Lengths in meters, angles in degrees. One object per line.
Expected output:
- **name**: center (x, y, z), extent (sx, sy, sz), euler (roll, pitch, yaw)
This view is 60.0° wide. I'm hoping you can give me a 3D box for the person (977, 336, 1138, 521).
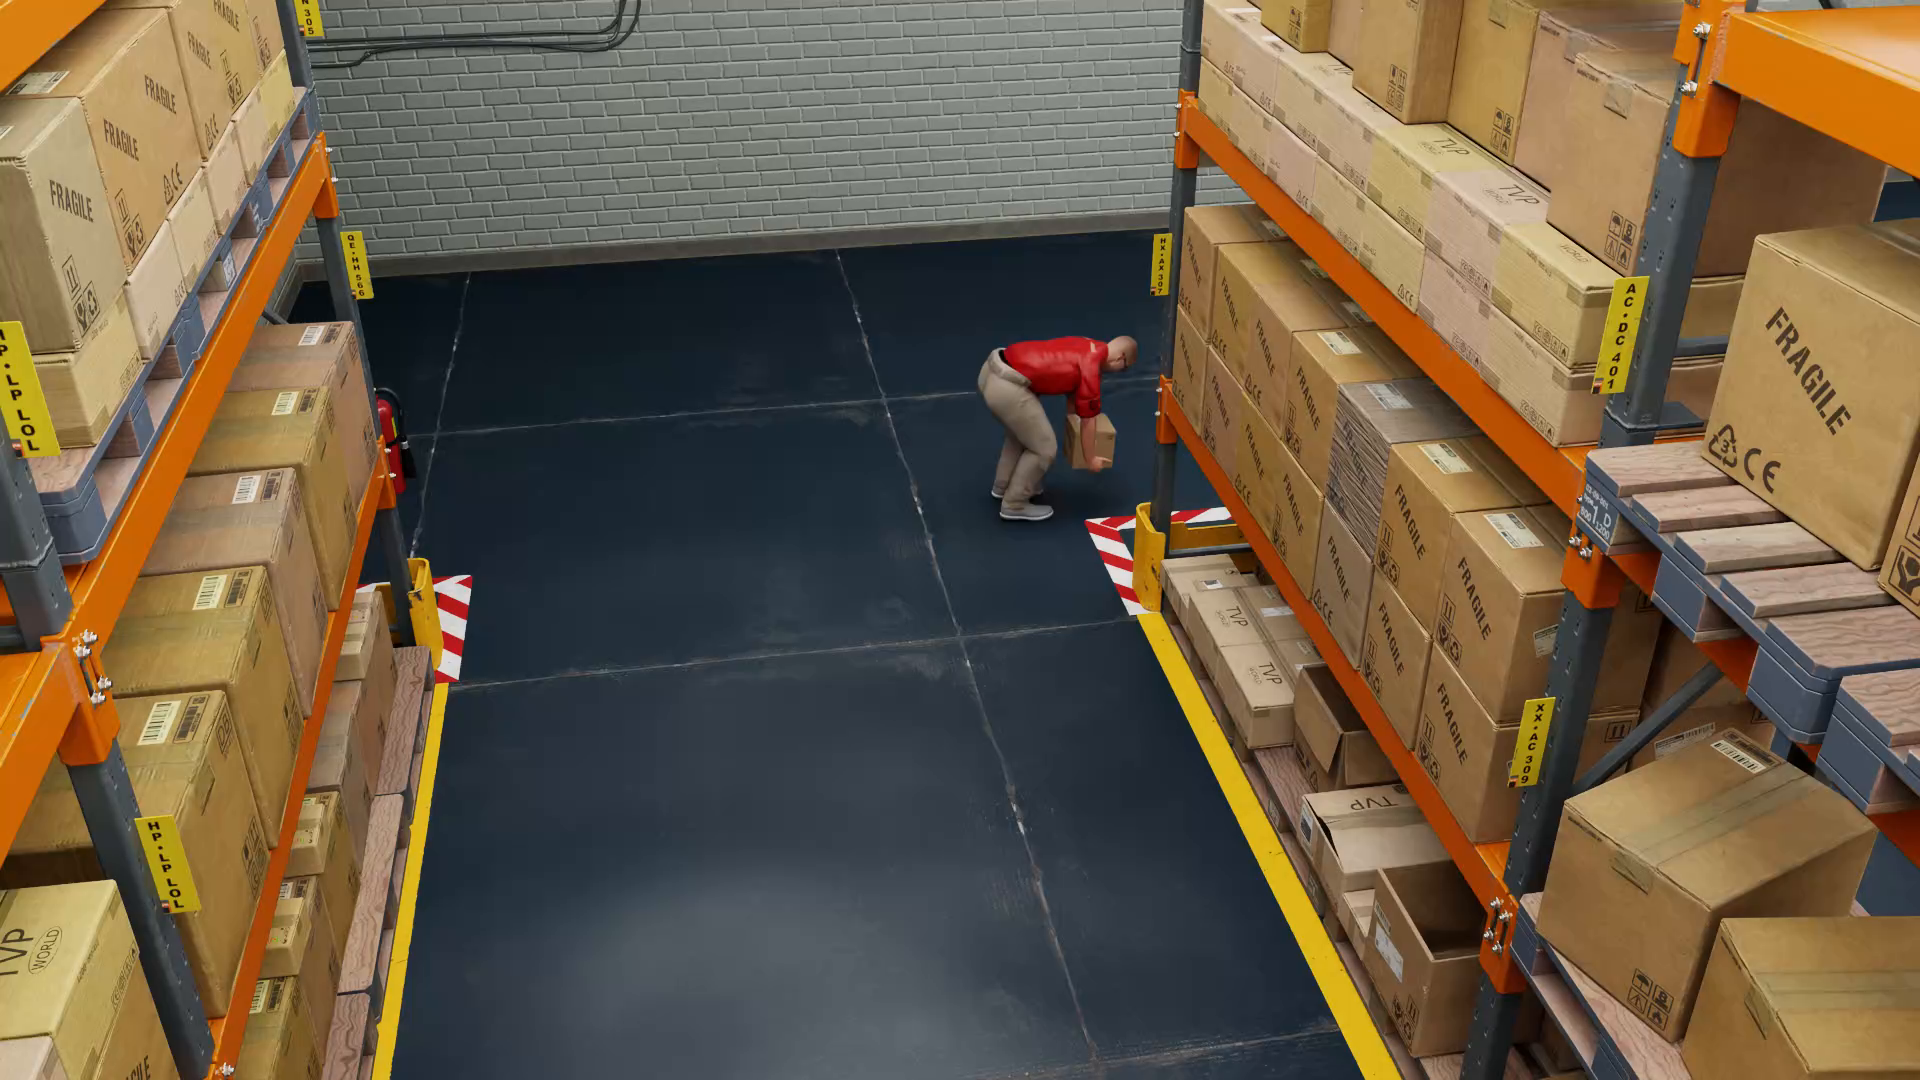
- **person**: center (0.588, -0.695, 9.978), extent (0.959, 1.078, 0.498), euler (-6, 31, -11)
